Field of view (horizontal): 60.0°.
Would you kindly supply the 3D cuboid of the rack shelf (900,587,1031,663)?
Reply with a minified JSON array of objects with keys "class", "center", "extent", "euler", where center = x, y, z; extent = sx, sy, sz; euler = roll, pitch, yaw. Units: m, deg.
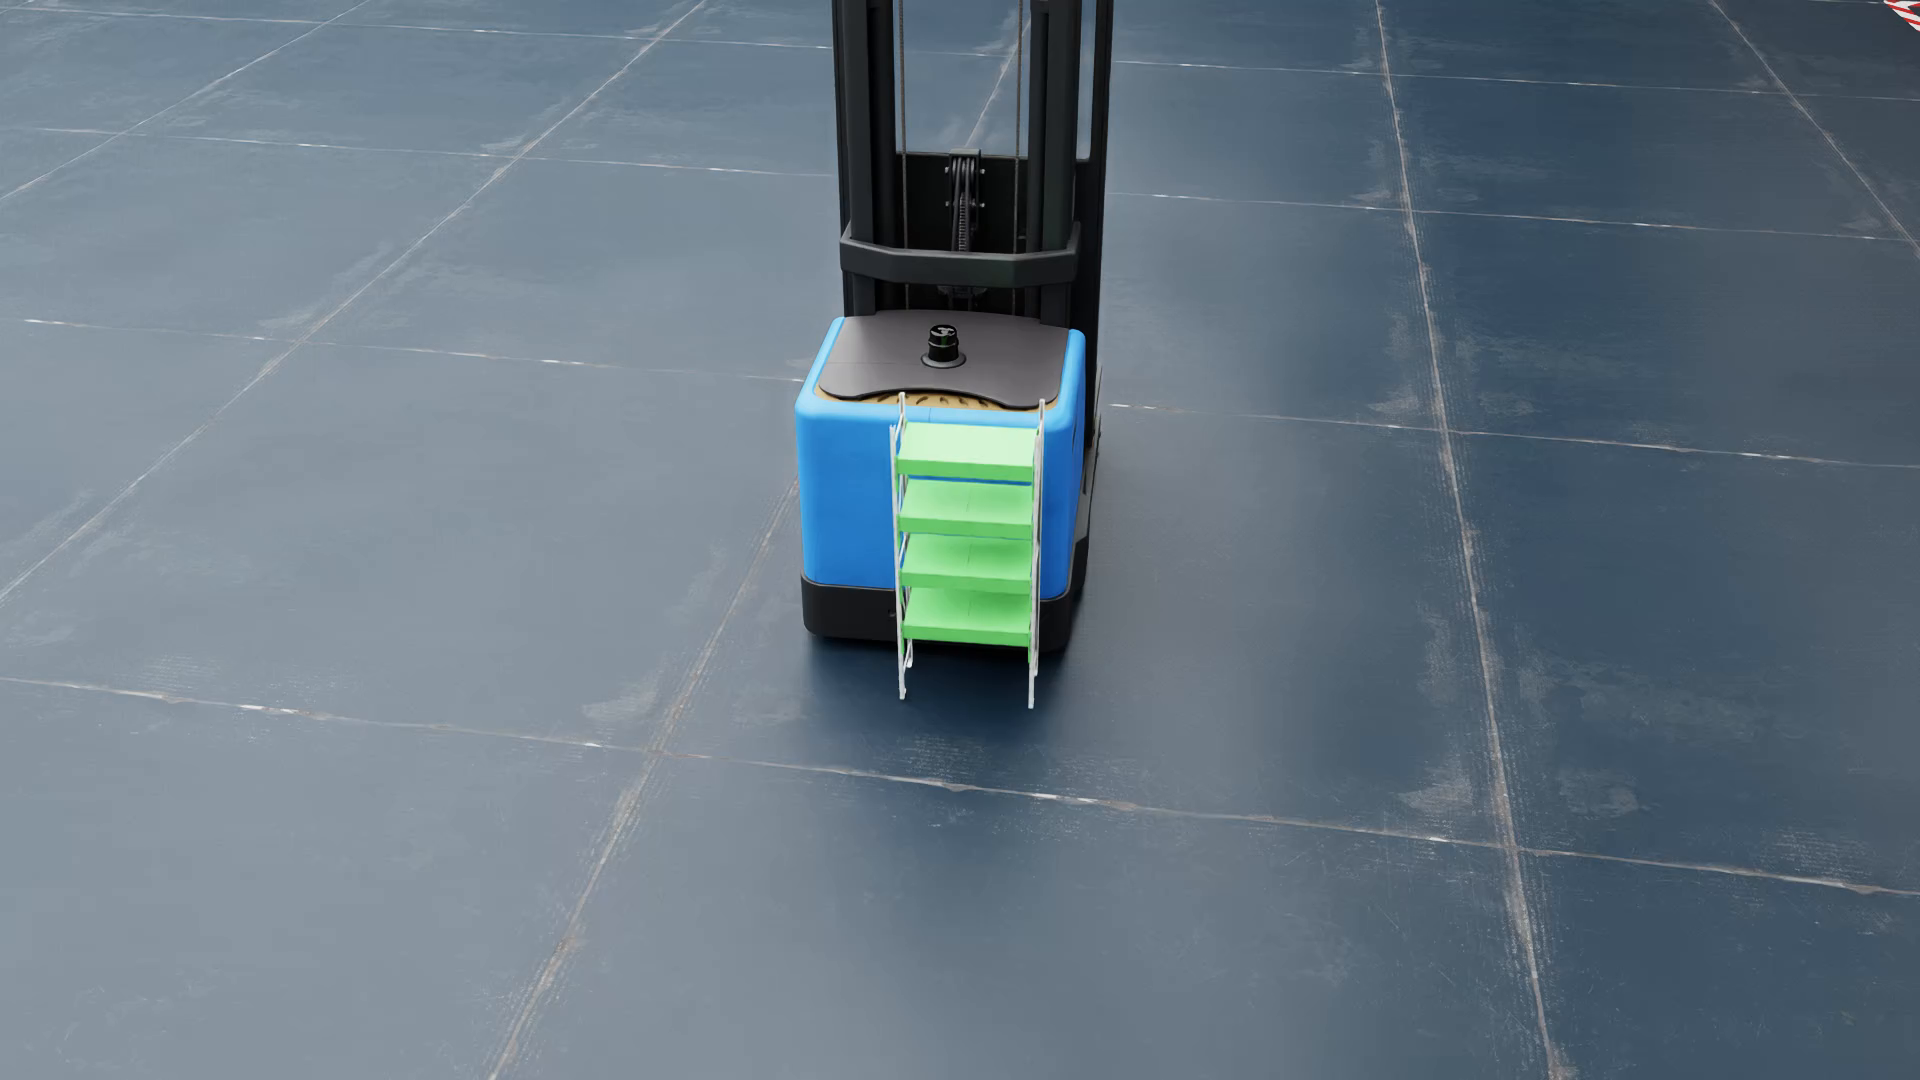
[{"class":"rack shelf","center":[0.035,0.306,6.187],"extent":[0.480,0.148,0.258],"euler":[4,36,6]}]

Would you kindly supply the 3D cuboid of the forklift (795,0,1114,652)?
[{"class":"forklift","center":[0.079,-1.572,6.999],"extent":[1.130,2.935,3.031],"euler":[4,32,6]}]

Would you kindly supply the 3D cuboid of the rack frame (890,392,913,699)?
[{"class":"rack frame","center":[-0.210,0.044,6.035],"extent":[0.015,1.200,0.240],"euler":[4,36,6]}]

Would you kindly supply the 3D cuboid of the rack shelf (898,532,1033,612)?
[{"class":"rack shelf","center":[0.033,0.111,6.048],"extent":[0.480,0.148,0.258],"euler":[4,36,6]}]

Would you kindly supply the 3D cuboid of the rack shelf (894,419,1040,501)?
[{"class":"rack shelf","center":[0.029,-0.280,5.769],"extent":[0.480,0.148,0.258],"euler":[4,36,6]}]

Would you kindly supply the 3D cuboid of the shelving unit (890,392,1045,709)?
[{"class":"shelving unit","center":[0.033,0.059,6.011],"extent":[0.503,1.200,0.258],"euler":[4,36,6]}]

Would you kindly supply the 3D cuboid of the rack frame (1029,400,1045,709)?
[{"class":"rack frame","center":[0.275,0.074,5.987],"extent":[0.015,1.200,0.240],"euler":[4,36,6]}]

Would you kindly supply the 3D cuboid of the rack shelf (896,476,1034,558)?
[{"class":"rack shelf","center":[0.031,-0.085,5.909],"extent":[0.480,0.148,0.258],"euler":[4,36,6]}]
